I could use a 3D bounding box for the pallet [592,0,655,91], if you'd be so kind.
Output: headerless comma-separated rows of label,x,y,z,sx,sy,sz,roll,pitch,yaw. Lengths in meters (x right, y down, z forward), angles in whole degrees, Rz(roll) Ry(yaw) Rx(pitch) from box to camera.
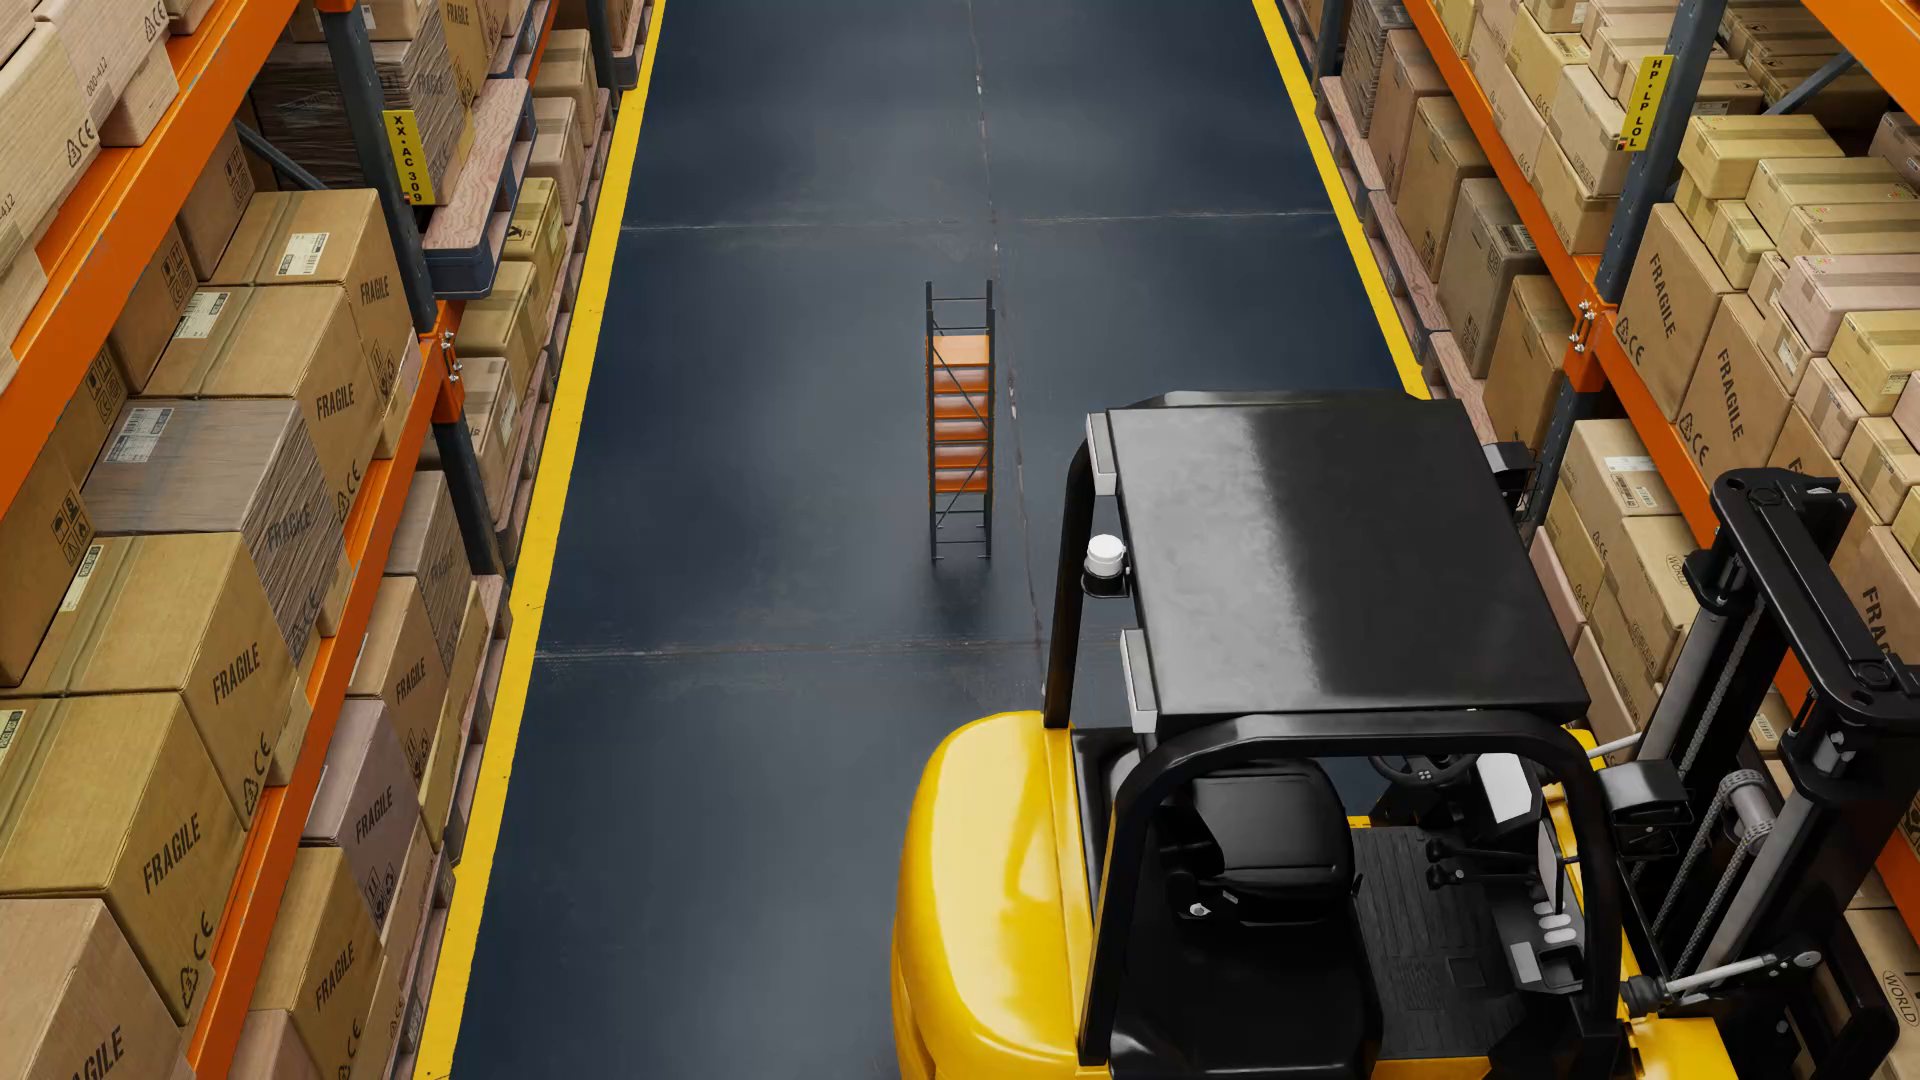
pallet,-2.391,-3.057,9.929,1.003,0.211,1.213,-2,43,-2

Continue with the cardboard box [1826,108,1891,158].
cardboard box,2.931,-1.474,5.879,0.500,0.250,0.500,-2,43,-2

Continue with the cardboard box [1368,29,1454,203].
cardboard box,2.575,-2.113,8.282,0.875,0.625,0.625,0,43,0

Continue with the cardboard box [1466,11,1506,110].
cardboard box,2.396,-1.948,6.766,0.500,0.250,0.500,-1,43,-2

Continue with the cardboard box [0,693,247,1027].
cardboard box,-1.884,0.682,3.491,0.500,0.500,0.500,-2,43,-3

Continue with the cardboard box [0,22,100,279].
cardboard box,-1.909,-0.692,2.956,0.500,0.250,0.500,-1,43,-1

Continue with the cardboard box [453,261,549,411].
cardboard box,-2.322,-0.876,7.119,0.950,0.372,0.625,1,43,1

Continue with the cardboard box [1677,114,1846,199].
cardboard box,2.413,-1.157,5.018,0.380,0.149,0.250,-1,43,-1

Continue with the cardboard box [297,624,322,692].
cardboard box,-1.917,0.310,4.378,0.380,0.149,0.250,-2,43,-3

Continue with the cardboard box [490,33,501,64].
cardboard box,-2.039,-1.994,6.581,0.380,0.149,0.250,-1,43,-1

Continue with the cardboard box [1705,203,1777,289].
cardboard box,2.459,-0.874,4.929,0.380,0.149,0.250,-1,43,-1

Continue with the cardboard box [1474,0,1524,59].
cardboard box,2.375,-2.141,6.607,0.500,0.250,0.500,-1,43,-1

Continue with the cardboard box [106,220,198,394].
cardboard box,-2.461,-0.717,4.278,0.700,0.500,0.500,-1,43,-2

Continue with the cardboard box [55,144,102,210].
cardboard box,-1.989,-0.786,3.354,0.380,0.149,0.250,-1,43,-1

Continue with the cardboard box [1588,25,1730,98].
cardboard box,2.431,-1.669,5.797,0.380,0.149,0.250,-2,43,-2

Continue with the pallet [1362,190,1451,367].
pallet,2.571,-1.289,8.000,1.003,0.211,1.213,-2,43,-2

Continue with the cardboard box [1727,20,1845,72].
cardboard box,2.937,-1.697,5.828,0.380,0.149,0.250,-3,43,-3

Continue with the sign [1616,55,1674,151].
sign,2.154,-1.371,5.227,0.100,0.325,0.005,-2,43,-2

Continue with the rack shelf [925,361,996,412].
rack shelf,0.001,-0.577,6.202,0.258,0.103,0.180,-2,43,-2

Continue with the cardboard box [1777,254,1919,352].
cardboard box,2.443,-0.634,4.448,0.380,0.149,0.250,-1,43,-1

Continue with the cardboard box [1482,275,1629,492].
cardboard box,2.663,-0.627,6.660,0.875,0.625,0.625,0,43,0

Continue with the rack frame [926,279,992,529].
rack frame,-0.003,-0.494,6.401,0.240,1.200,0.006,-2,43,-2

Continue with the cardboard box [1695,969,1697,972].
cardboard box,2.462,1.232,4.910,0.500,0.250,0.500,0,43,0

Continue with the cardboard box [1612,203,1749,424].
cardboard box,2.454,-0.725,5.247,0.500,0.500,0.500,-3,43,-3

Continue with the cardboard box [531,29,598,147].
cardboard box,-2.419,-2.355,8.733,0.950,0.372,0.625,-4,43,-5

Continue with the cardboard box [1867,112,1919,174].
cardboard box,3.012,-1.174,5.037,0.380,0.149,0.250,-2,43,-2

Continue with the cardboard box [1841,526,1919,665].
cardboard box,2.516,0.308,4.120,0.500,0.500,0.500,-1,43,-2

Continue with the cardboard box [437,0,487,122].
cardboard box,-2.018,-1.814,5.905,0.500,0.500,0.500,-2,43,-2

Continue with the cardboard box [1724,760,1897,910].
cardboard box,2.462,0.866,4.569,0.500,0.250,0.500,-2,43,-3

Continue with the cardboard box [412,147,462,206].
cardboard box,-1.971,-1.295,5.818,0.380,0.149,0.250,-1,43,-1

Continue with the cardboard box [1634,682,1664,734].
cardboard box,2.441,0.694,5.127,0.500,0.250,0.500,-2,43,-2

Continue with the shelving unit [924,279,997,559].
shelving unit,0.001,-0.433,6.334,0.258,1.200,0.189,-2,43,-2

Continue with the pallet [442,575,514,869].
pallet,-2.199,0.630,5.906,1.003,0.211,1.213,-2,43,-2

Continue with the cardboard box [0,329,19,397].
cardboard box,-1.842,-0.268,2.789,0.380,0.149,0.250,-1,43,-1

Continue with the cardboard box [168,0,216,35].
cardboard box,-1.987,-1.314,3.930,0.380,0.149,0.250,-1,43,-1

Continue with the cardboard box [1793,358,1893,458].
cardboard box,2.444,-0.353,4.361,0.380,0.149,0.250,-2,43,-2

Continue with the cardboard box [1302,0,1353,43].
cardboard box,2.293,-3.208,9.569,0.500,0.500,0.500,-1,43,-1

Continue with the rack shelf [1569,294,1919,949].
rack shelf,2.781,0.620,4.386,1.077,0.370,4.000,-2,43,-2

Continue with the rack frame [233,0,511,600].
rack frame,-2.263,-0.850,5.458,1.000,3.000,0.127,-2,43,-2

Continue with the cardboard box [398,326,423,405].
cardboard box,-1.945,-0.549,5.315,0.380,0.149,0.250,-2,43,-2

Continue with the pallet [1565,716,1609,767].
pallet,2.688,0.571,5.971,1.003,0.211,1.213,-2,43,-2

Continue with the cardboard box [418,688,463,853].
cardboard box,-1.937,0.759,5.426,0.500,0.250,0.500,-3,43,-3

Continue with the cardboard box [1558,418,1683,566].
cardboard box,2.403,-0.169,5.699,0.500,0.250,0.500,-2,43,-2

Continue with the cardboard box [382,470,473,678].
cardboard box,-1.970,0.124,5.564,0.500,0.500,0.500,-2,43,-2

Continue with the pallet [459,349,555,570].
pallet,-2.297,-0.348,6.973,1.003,0.211,1.213,-2,43,-2

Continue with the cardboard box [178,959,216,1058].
cardboard box,-1.865,1.010,3.614,0.380,0.149,0.250,-1,43,-1

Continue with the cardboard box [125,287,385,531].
cardboard box,-1.967,-0.357,4.625,0.500,0.500,0.500,0,43,0

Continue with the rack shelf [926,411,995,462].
rack shelf,0.001,-0.400,6.364,0.258,0.103,0.180,-2,43,-2

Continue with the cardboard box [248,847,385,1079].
cardboard box,-1.892,1.172,4.420,0.500,0.500,0.500,-1,43,-1
